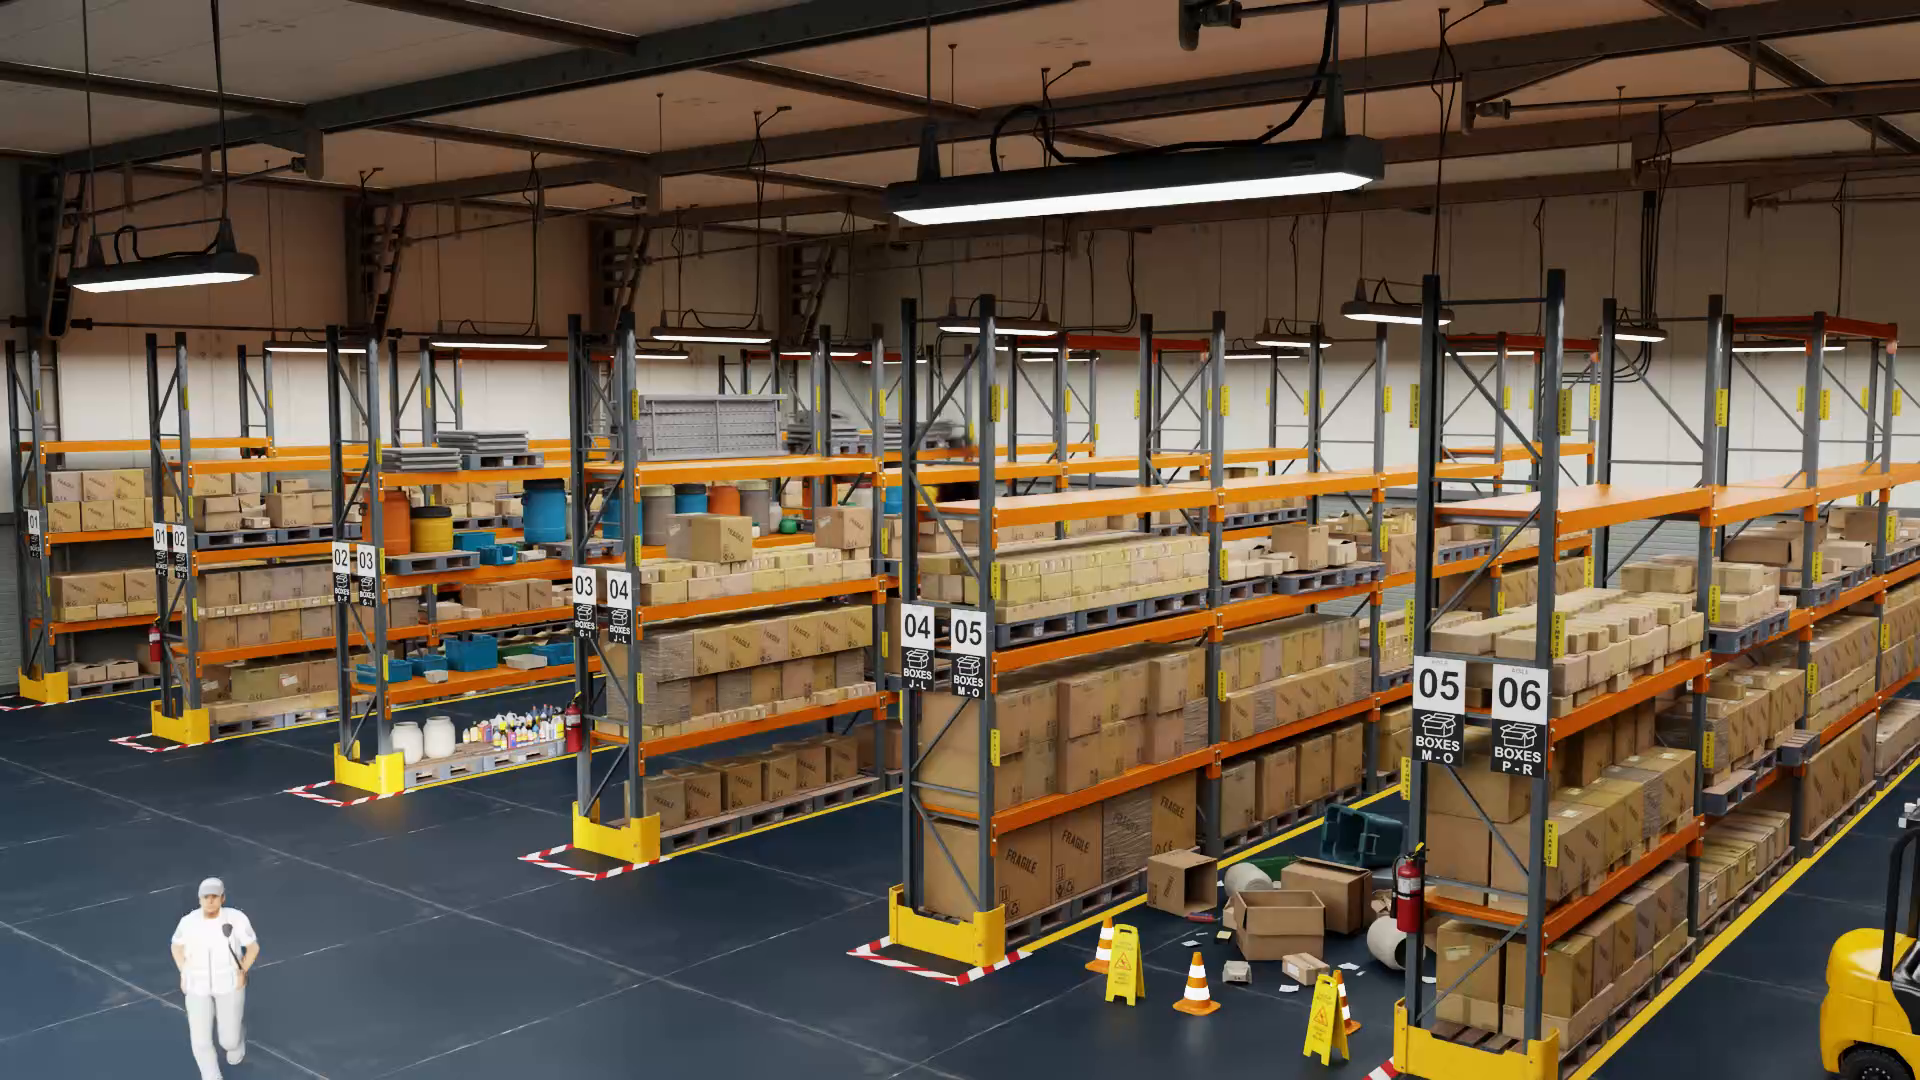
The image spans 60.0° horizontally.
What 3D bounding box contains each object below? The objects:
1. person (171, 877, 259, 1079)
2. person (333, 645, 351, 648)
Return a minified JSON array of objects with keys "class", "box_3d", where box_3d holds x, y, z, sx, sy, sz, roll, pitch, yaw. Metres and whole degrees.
[{"class":"person","box_3d":[-5.450,3.273,12.173,0.607,1.651,0.745,-2,5,-16]},{"class":"person","box_3d":[-10.749,1.727,28.975,0.603,1.631,0.931,3,6,31]}]
